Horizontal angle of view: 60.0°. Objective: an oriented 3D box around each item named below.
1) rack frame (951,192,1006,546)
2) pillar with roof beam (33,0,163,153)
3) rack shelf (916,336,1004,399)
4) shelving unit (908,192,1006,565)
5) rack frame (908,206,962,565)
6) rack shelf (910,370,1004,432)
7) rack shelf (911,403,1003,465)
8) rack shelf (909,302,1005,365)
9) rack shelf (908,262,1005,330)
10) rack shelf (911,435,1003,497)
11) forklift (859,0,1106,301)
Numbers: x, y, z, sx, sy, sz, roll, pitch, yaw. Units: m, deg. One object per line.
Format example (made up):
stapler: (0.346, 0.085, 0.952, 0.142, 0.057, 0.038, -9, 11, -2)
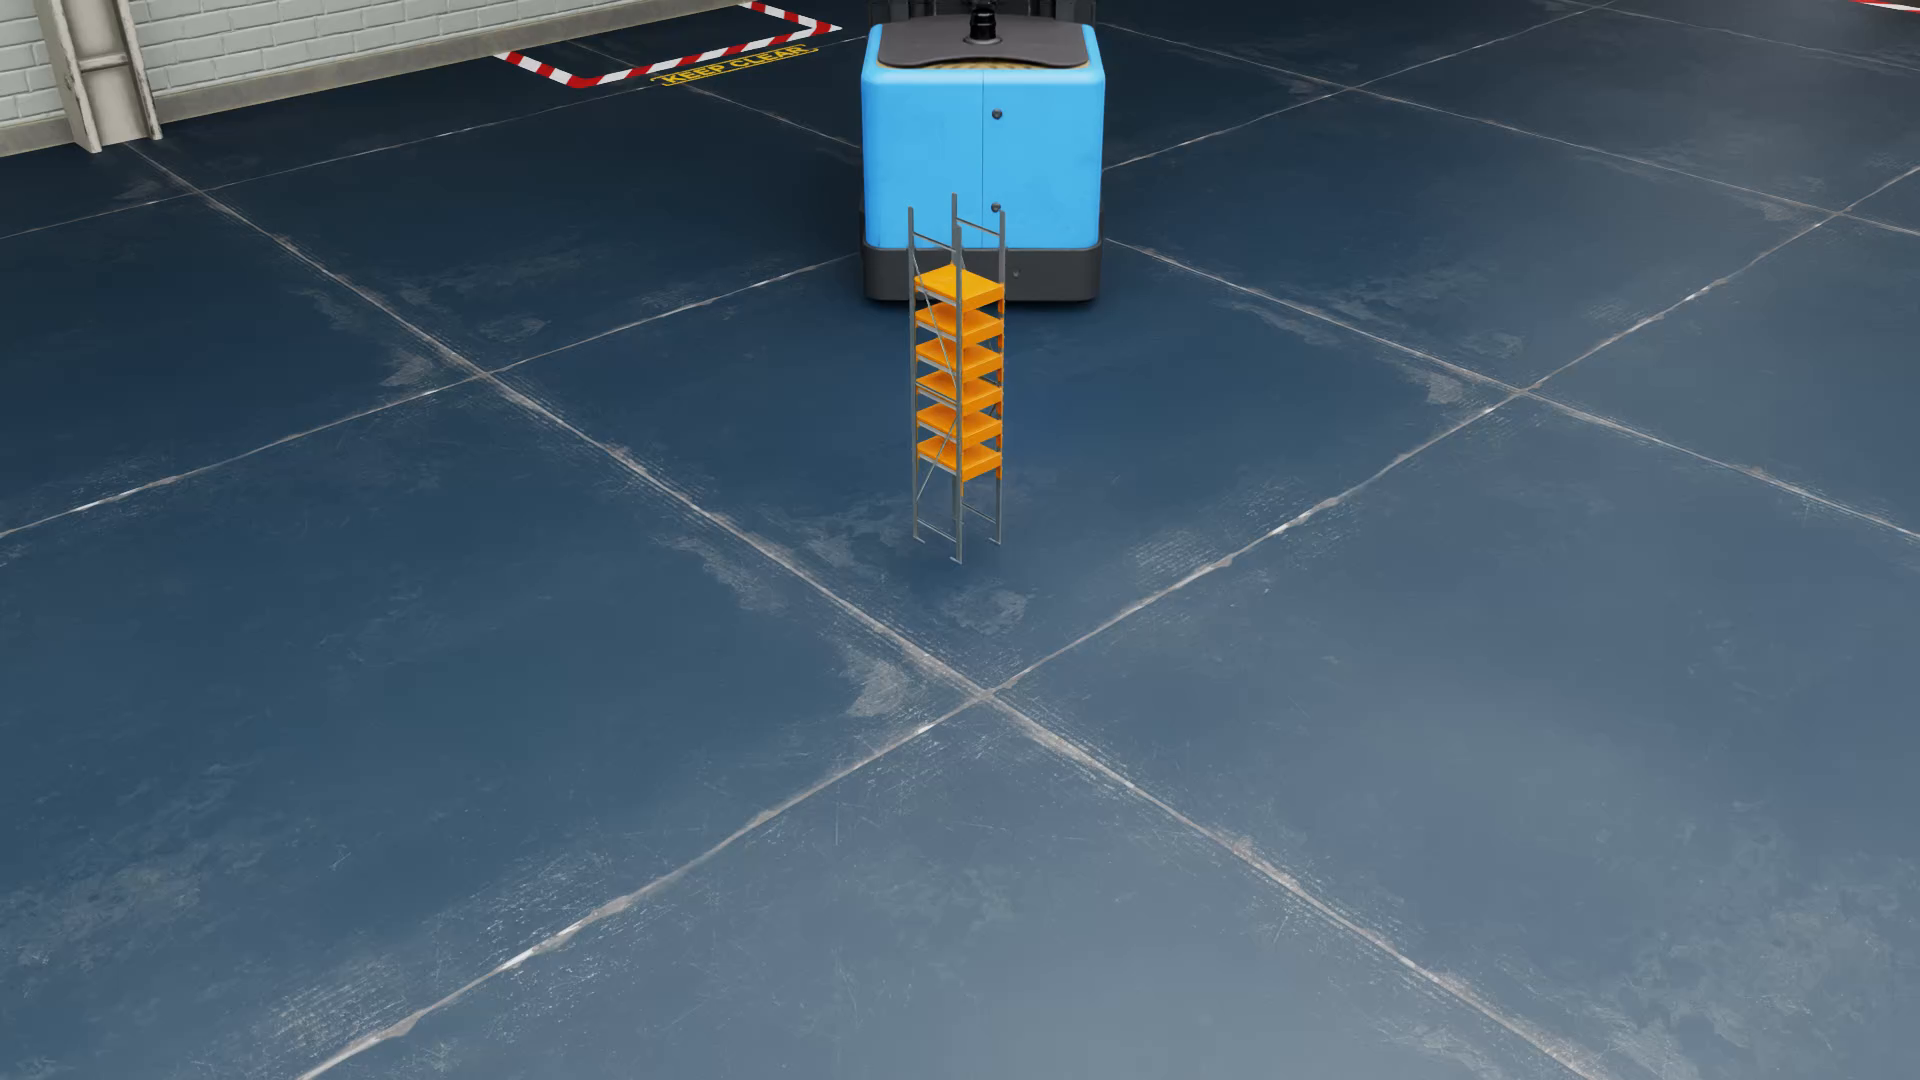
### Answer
rack frame: (0.056, -0.539, 5.482, 0.006, 1.200, 0.240, -26, 40, -35)
pillar with roof beam: (-1.876, -4.479, 4.449, 0.400, 9.000, 9.100, -26, 40, -35)
rack shelf: (-0.011, -0.571, 5.389, 0.180, 0.103, 0.258, -26, 40, -35)
shelving unit: (-0.011, -0.507, 5.429, 0.189, 1.200, 0.258, -26, 40, -35)
rack frame: (-0.078, -0.474, 5.376, 0.006, 1.200, 0.240, -26, 40, -35)
rack shelf: (-0.011, -0.469, 5.452, 0.180, 0.103, 0.258, -26, 40, -35)
rack shelf: (-0.011, -0.366, 5.514, 0.180, 0.103, 0.258, -26, 40, -35)
rack shelf: (-0.011, -0.674, 5.327, 0.180, 0.103, 0.258, -26, 40, -35)
rack shelf: (-0.011, -0.776, 5.264, 0.180, 0.103, 0.258, -26, 40, -35)
rack shelf: (-0.011, -0.264, 5.577, 0.180, 0.103, 0.258, -26, 40, -35)
forklift: (0.104, -3.035, 7.904, 1.130, 2.935, 3.031, 0, 31, 0)
